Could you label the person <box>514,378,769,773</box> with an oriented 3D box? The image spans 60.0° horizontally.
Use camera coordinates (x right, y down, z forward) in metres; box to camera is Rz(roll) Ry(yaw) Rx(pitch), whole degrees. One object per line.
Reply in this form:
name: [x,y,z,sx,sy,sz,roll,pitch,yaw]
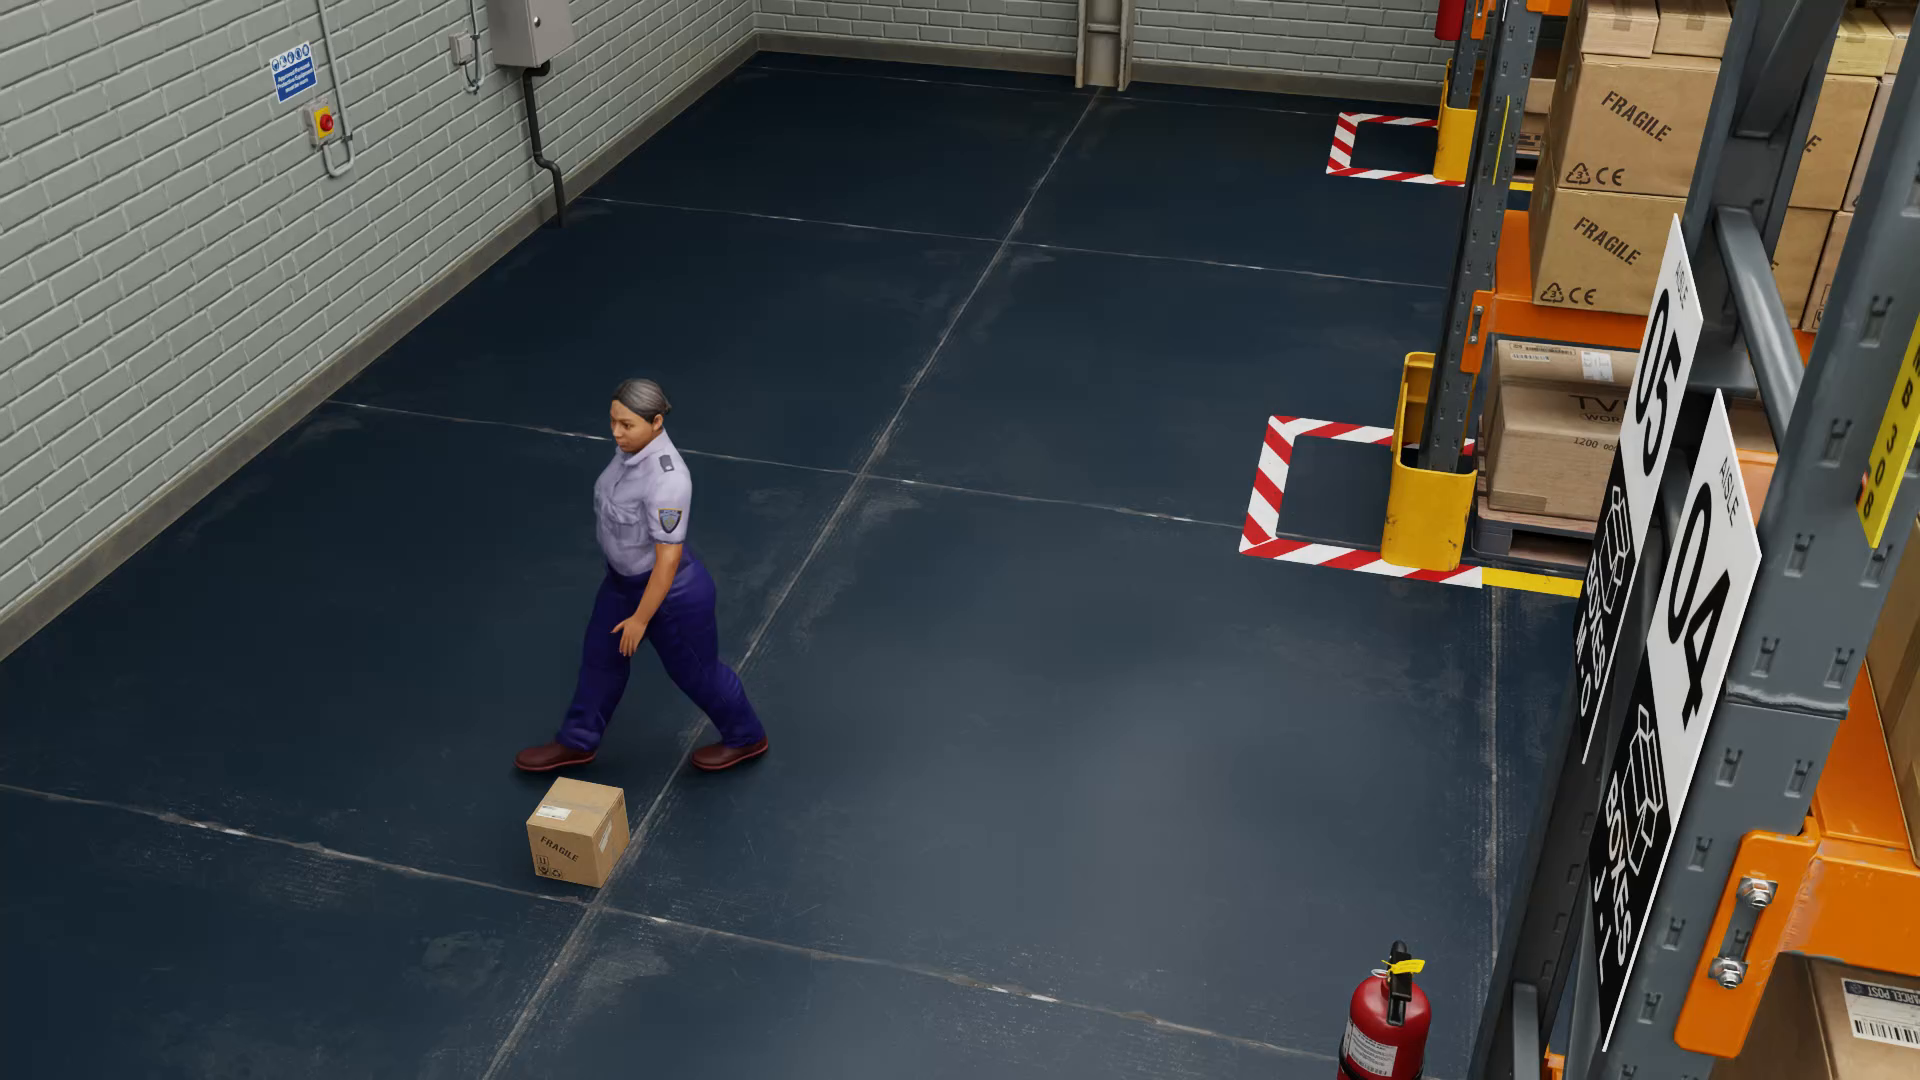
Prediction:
person: [-1.184,0.190,5.855,0.900,1.609,0.518,-16,36,-24]
